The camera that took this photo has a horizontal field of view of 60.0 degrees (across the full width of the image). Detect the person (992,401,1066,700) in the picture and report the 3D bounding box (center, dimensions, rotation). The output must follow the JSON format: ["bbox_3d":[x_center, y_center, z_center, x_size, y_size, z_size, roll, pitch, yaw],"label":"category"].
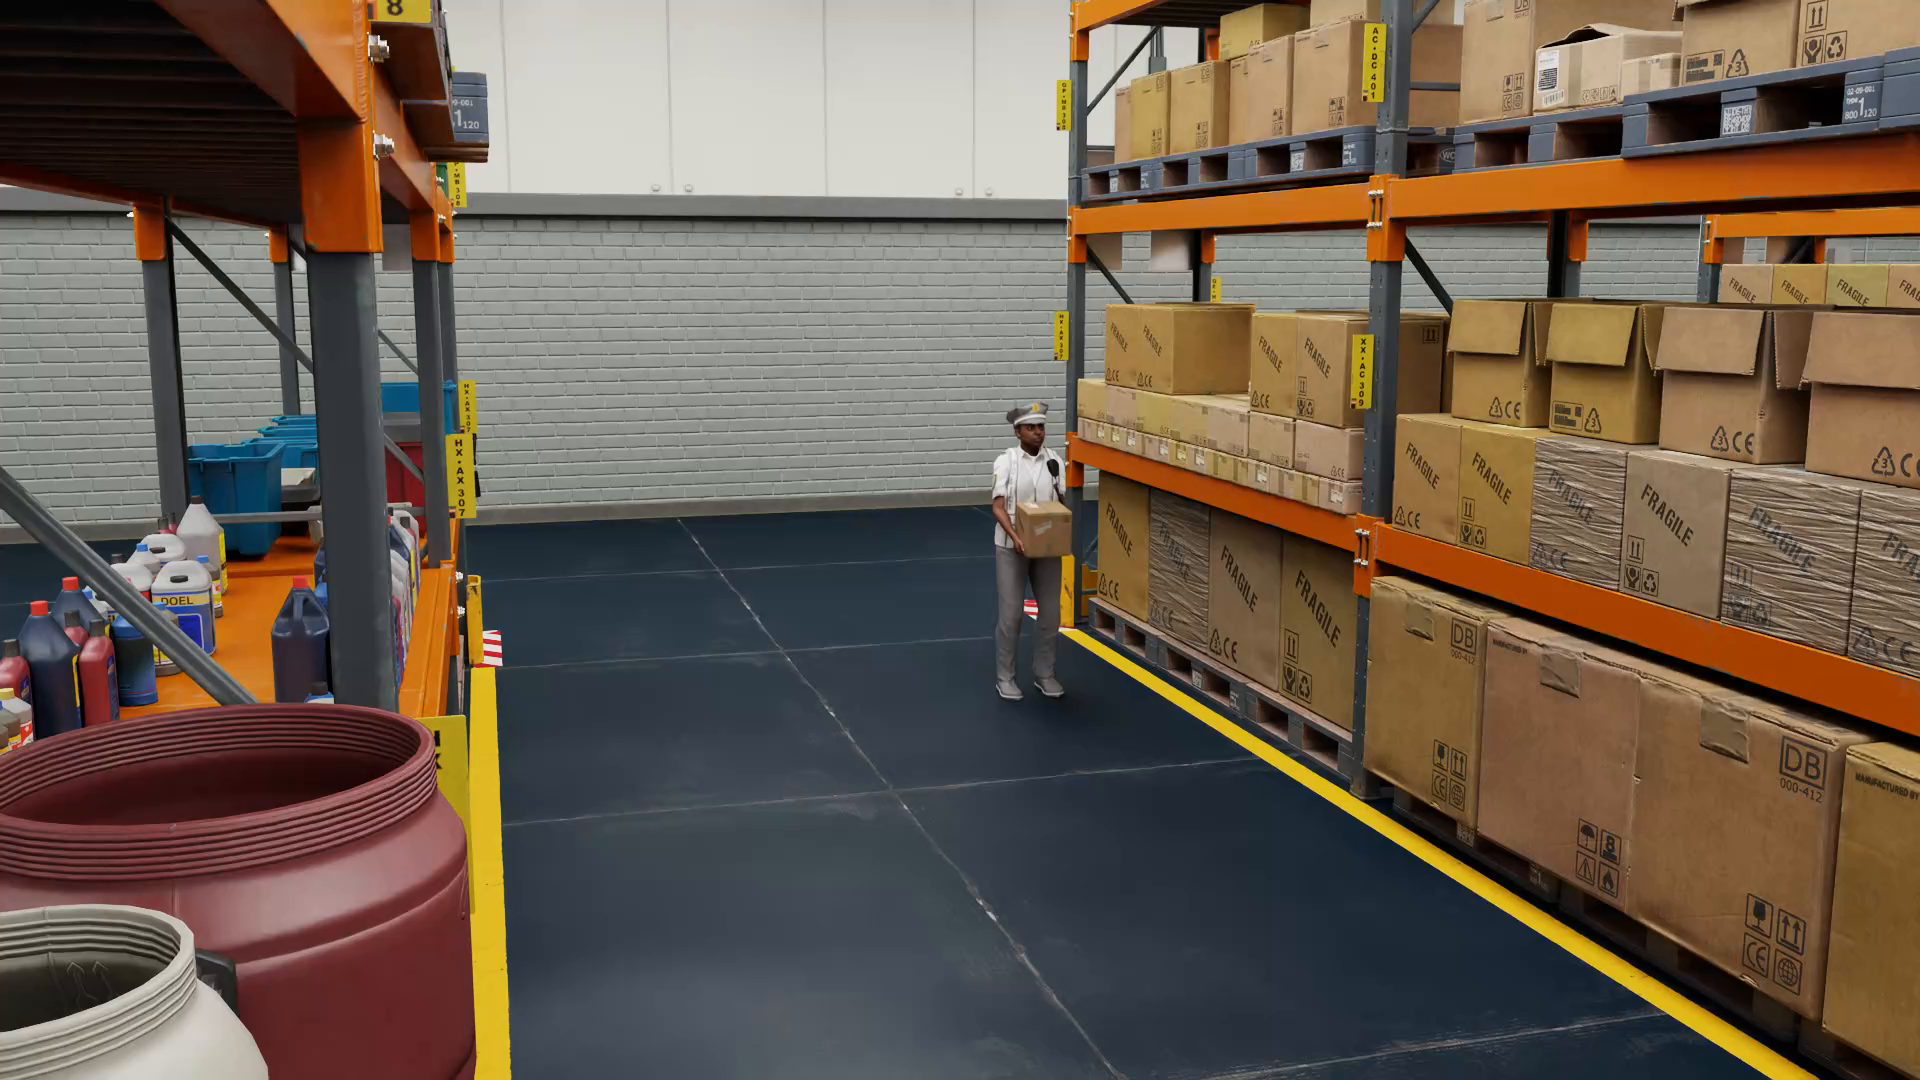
[{"bbox_3d":[0.410,0.063,9.423,0.450,1.687,0.533,-3,10,-15],"label":"person"}]
